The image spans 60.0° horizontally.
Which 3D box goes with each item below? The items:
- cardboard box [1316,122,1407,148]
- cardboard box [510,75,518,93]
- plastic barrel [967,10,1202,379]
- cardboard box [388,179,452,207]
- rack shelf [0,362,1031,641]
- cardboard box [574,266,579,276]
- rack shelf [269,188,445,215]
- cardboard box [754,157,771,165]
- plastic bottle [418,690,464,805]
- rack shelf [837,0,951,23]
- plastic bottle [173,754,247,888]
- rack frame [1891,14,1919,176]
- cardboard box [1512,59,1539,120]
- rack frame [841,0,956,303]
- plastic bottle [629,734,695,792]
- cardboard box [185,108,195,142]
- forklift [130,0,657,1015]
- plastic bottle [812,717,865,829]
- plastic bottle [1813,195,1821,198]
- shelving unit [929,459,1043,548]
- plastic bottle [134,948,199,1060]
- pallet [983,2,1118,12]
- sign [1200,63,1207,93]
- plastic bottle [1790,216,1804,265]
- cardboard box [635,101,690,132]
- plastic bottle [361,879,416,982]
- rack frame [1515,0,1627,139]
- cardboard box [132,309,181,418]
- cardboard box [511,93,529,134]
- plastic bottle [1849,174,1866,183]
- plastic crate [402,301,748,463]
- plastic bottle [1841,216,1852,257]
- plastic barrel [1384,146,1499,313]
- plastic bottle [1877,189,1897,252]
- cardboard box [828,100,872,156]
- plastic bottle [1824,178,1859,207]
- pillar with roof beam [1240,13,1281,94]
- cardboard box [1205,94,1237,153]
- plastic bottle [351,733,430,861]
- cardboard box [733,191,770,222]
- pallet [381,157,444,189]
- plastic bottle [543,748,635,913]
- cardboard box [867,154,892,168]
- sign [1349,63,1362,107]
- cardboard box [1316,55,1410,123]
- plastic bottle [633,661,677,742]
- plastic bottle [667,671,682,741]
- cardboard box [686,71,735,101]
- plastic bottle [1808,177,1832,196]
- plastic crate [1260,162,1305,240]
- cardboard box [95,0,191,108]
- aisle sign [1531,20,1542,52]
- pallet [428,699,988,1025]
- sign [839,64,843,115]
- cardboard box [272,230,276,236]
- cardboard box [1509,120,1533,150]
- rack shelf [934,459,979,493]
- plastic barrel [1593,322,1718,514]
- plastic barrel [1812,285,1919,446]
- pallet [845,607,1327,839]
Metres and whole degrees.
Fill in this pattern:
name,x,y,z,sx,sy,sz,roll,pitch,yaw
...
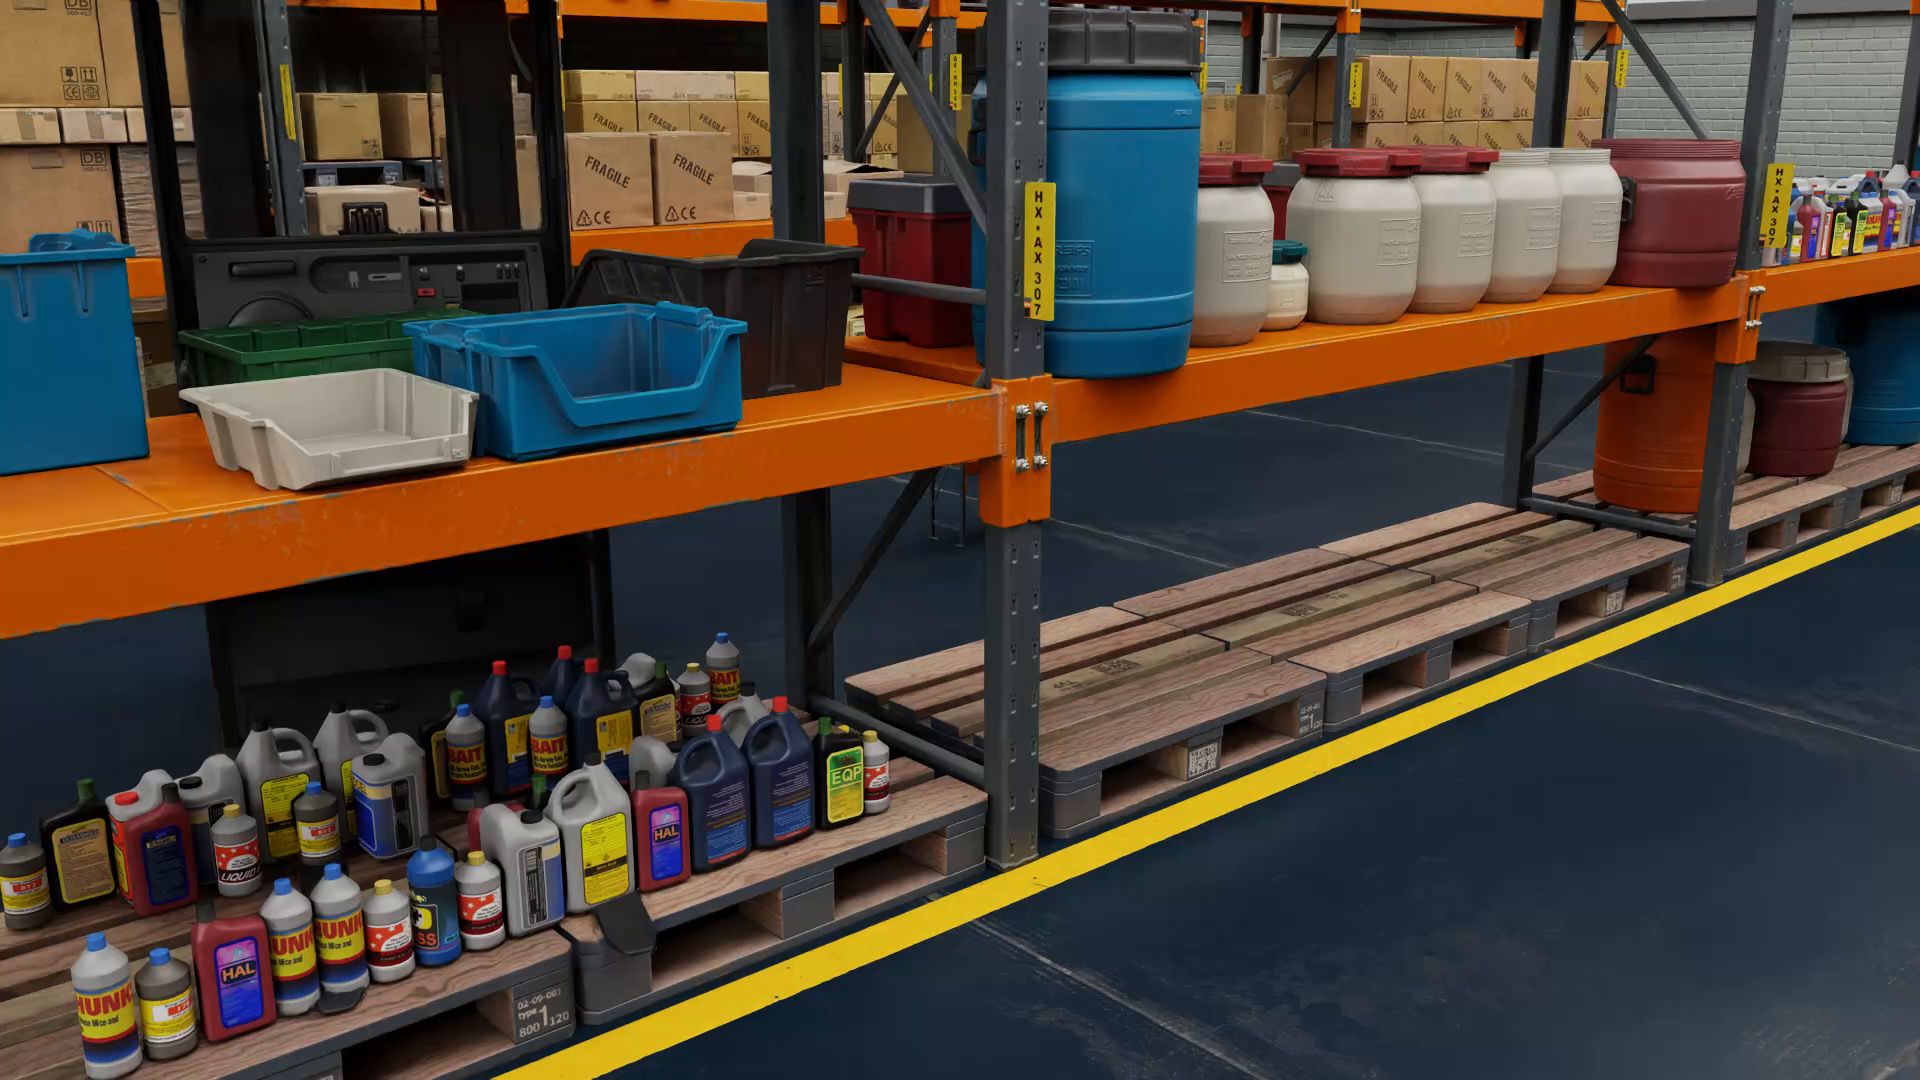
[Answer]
name,x,y,z,sx,sy,sz,roll,pitch,yaw
cardboard box,3.188,-3.071,13.242,0.500,0.500,0.500,-12,19,-38
cardboard box,-3.888,-3.786,13.807,0.380,0.149,0.250,13,20,40
plastic barrel,0.329,-0.918,4.404,0.708,0.901,0.600,-13,19,-39
cardboard box,-2.868,-1.754,8.765,0.258,0.266,0.396,-13,20,-41
rack shelf,-1.670,0.017,3.268,4.000,0.370,1.077,-13,19,-39
cardboard box,-3.007,-2.539,14.795,0.750,0.750,0.750,-13,20,-40
rack shelf,-5.156,-2.589,13.026,4.000,0.370,1.077,-13,19,-39
cardboard box,-1.894,-3.480,15.413,0.250,0.149,0.380,-12,19,-38
plastic bottle,-1.337,0.538,4.334,0.133,0.283,0.061,-12,19,-37
rack shelf,-1.902,-3.075,9.031,4.000,0.370,1.077,-13,19,-39
plastic bottle,-1.769,0.654,3.914,0.135,0.276,0.152,-13,20,-41
rack frame,5.873,-2.025,9.518,0.127,3.000,1.000,-13,19,-39
cardboard box,4.718,-3.895,14.389,0.500,0.500,0.500,-12,19,-38
rack frame,-0.393,-2.312,10.593,0.127,3.000,1.000,-13,19,-39
plastic bottle,-0.719,0.607,4.091,0.135,0.276,0.152,-13,19,-39
cardboard box,-3.475,-1.908,7.631,0.250,0.149,0.380,-13,20,-39
forklift,-1.554,-0.646,4.489,1.130,2.935,3.031,-6,16,-22
plastic bottle,-0.308,0.576,4.192,0.133,0.283,0.061,-11,19,-37
plastic bottle,3.809,-1.400,7.428,0.097,0.271,0.097,0,15,0
shelving unit,0.125,-0.608,7.700,0.503,1.200,0.258,-13,19,-39
plastic bottle,-1.529,0.883,3.200,0.097,0.201,0.097,0,15,0
pallet,0.914,-5.702,17.643,1.213,0.211,1.003,-13,19,-39
sign,2.733,-5.197,18.691,0.005,0.325,0.100,-13,19,-39
plastic bottle,3.573,-1.292,7.161,0.097,0.201,0.097,0,15,0
cardboard box,-2.712,-3.597,14.594,0.500,0.500,0.500,-12,19,-38
plastic bottle,-1.198,0.809,3.478,0.097,0.201,0.097,0,15,0
rack frame,5.642,-3.667,15.667,0.127,3.000,1.000,-13,19,-39
cardboard box,-3.966,-0.854,8.195,0.500,0.500,0.500,-13,19,-39
cardboard box,-3.996,-3.455,13.826,0.700,0.500,0.500,13,20,40
plastic bottle,4.998,-1.899,9.286,0.135,0.276,0.152,-13,19,-39
plastic crate,-0.818,-0.357,3.563,0.616,0.251,0.499,-13,19,-39
plastic bottle,3.950,-1.377,7.477,0.097,0.201,0.097,0,15,0
plastic barrel,1.584,-1.052,5.613,0.433,0.535,0.433,0,15,0
plastic bottle,4.296,-1.488,7.734,0.133,0.283,0.061,-13,19,-39
cardboard box,-1.191,-3.940,15.877,0.500,0.500,0.500,-12,19,-39
plastic bottle,4.675,-1.774,8.820,0.135,0.276,0.152,-13,19,-39
pillar with roof beam,6.683,-7.317,17.706,0.400,9.000,9.100,-13,19,-39
cardboard box,1.643,-3.075,12.443,0.500,0.500,0.700,-9,17,-31
plastic bottle,-1.390,0.618,4.048,0.135,0.276,0.152,-13,19,-39
cardboard box,-1.318,-1.964,9.776,0.250,0.149,0.380,-11,18,-35
pallet,-4.115,-3.042,13.697,1.003,0.211,1.213,-13,19,-39
plastic bottle,-0.847,0.650,3.784,0.185,0.351,0.144,-13,20,-40
cardboard box,-0.874,-3.682,16.170,0.250,0.149,0.380,-12,19,-38
sign,2.992,-3.442,12.579,0.005,0.325,0.100,-13,19,-39
cardboard box,3.165,-3.546,13.082,0.500,0.500,0.500,-12,19,-38
plastic bottle,-0.845,0.480,4.553,0.133,0.283,0.061,-13,19,-39
plastic bottle,-0.843,0.473,4.737,0.097,0.201,0.097,0,15,0
cardboard box,-2.356,-4.043,14.812,0.500,0.250,0.500,-12,19,-39
plastic bottle,4.576,-1.804,8.931,0.135,0.276,0.152,-13,19,-39
plastic crate,1.436,-1.164,6.171,0.583,0.464,0.402,-13,19,-39
cardboard box,-3.741,-2.233,7.590,0.500,0.500,0.700,-13,19,-39
aisle sign,5.501,-4.992,15.589,0.004,0.787,0.394,-13,19,-39
pallet,-0.696,0.783,4.408,1.213,0.211,1.003,-13,19,-39
sign,-0.756,-2.937,10.844,0.005,0.325,0.100,-13,19,-39
cardboard box,-5.401,-2.257,12.927,0.500,0.250,0.500,-13,20,-41
cardboard box,4.714,-3.415,14.528,0.500,0.500,0.500,-12,19,-39
rack shelf,0.125,-0.351,7.769,0.480,0.148,0.258,-13,19,-39
plastic barrel,3.214,-0.588,7.529,0.708,0.830,0.600,-13,19,-39
plastic barrel,4.918,-1.005,8.953,0.708,0.901,0.600,-13,19,-39
pallet,0.405,0.537,5.330,1.213,0.211,1.003,-13,19,-39
